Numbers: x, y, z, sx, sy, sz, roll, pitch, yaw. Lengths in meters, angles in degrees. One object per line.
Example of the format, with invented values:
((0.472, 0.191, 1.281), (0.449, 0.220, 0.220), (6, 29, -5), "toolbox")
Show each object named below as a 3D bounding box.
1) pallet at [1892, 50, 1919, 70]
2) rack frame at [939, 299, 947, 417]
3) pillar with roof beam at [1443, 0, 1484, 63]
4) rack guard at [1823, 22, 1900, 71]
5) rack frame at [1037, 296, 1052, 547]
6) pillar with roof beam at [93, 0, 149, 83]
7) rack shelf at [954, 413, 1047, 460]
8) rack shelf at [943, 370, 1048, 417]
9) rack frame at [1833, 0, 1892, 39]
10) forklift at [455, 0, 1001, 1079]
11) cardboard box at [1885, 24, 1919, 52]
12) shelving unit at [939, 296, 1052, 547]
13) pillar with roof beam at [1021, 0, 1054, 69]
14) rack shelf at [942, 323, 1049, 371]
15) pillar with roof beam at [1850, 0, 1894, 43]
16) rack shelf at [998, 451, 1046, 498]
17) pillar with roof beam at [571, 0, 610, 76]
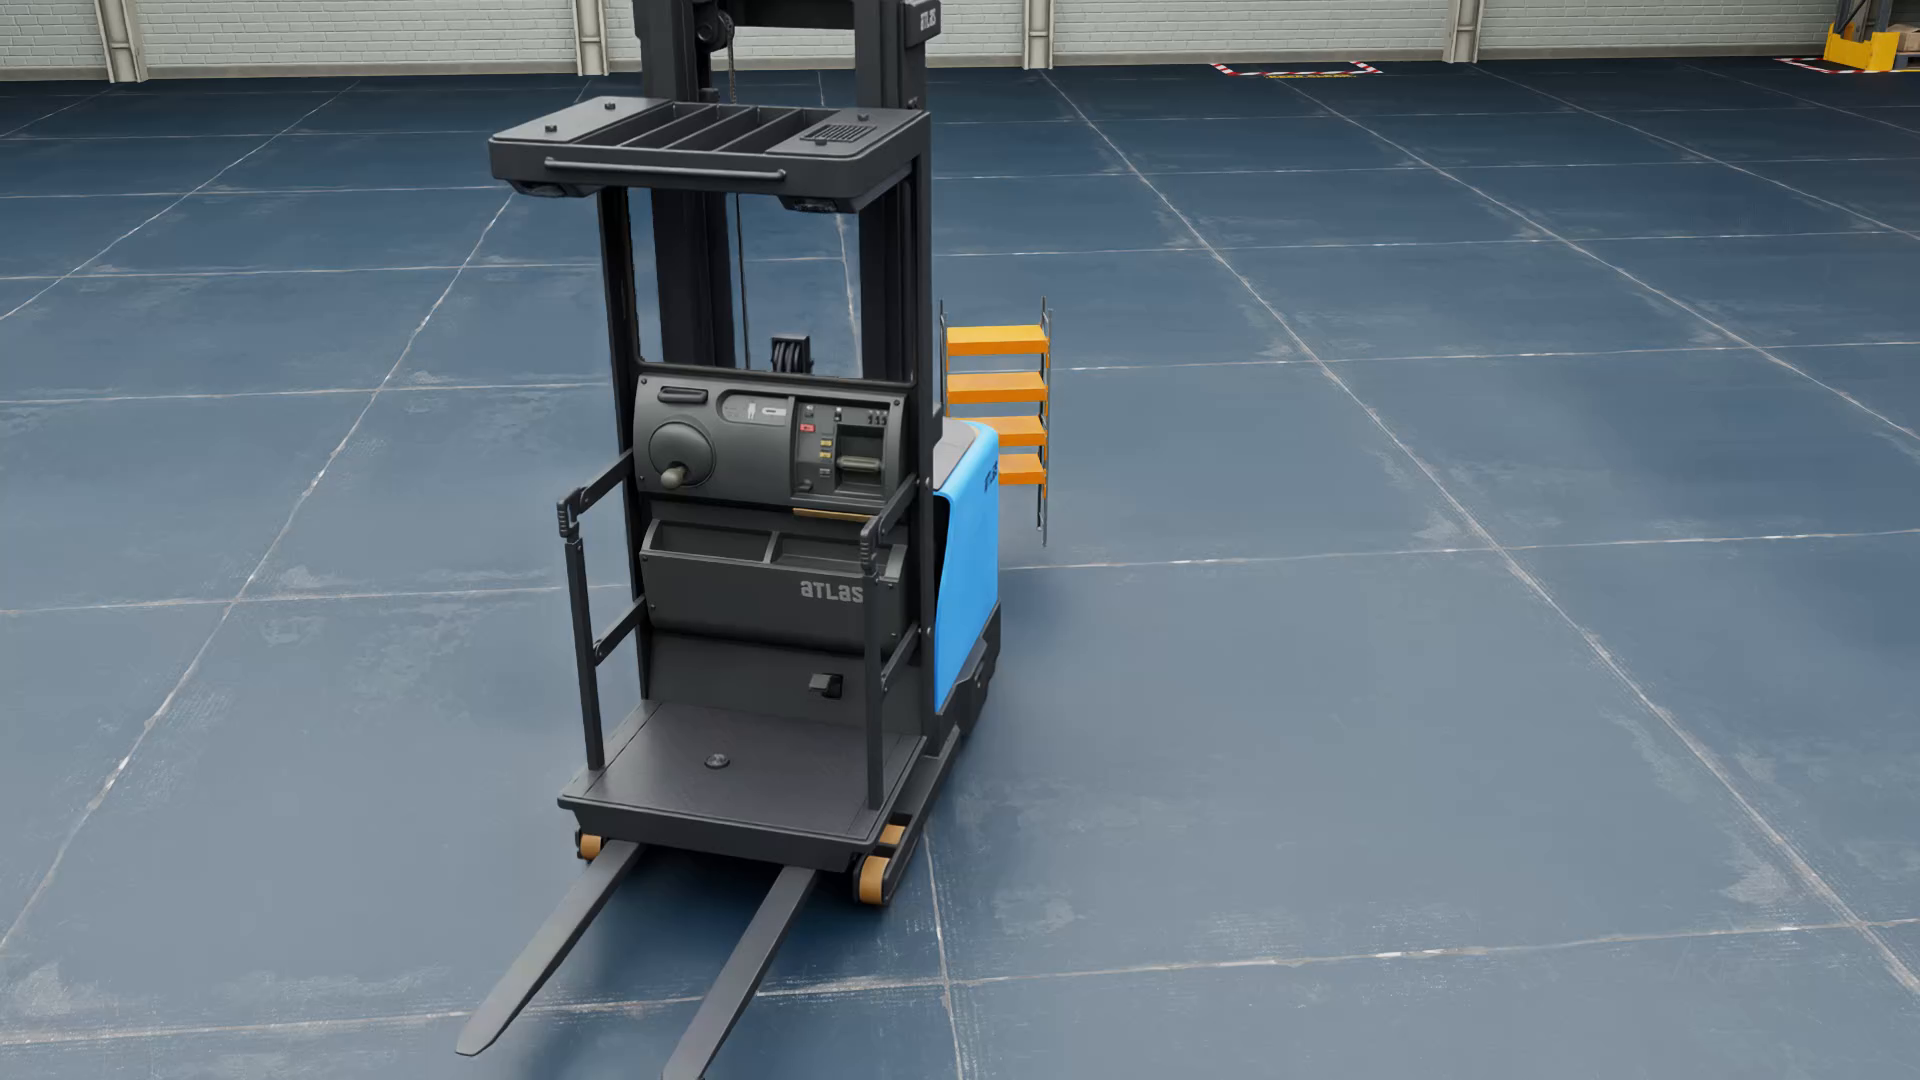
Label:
((13.276, -6.720, 23.109), (1.213, 0.211, 1.003), (-2, 24, -5), "pallet")
((-0.078, -0.545, 7.999), (0.015, 1.200, 0.240), (-2, 24, -5), "rack frame")
((7.452, -9.112, 17.672), (0.400, 9.000, 9.100), (-2, 24, -5), "pillar with roof beam")
((12.464, -6.834, 23.010), (0.348, 0.500, 1.175), (-2, 24, -5), "rack guard")
((0.408, -0.565, 8.043), (0.015, 1.200, 0.240), (-2, 24, -5), "rack frame")
((-10.461, -8.394, 16.056), (0.400, 9.000, 9.100), (-2, 24, -5), "pillar with roof beam")
((0.165, -0.493, 8.048), (0.480, 0.148, 0.258), (-2, 24, -5), "rack shelf")
((0.165, -0.698, 7.958), (0.480, 0.148, 0.258), (-2, 24, -5), "rack shelf")
((12.388, -7.973, 22.495), (0.127, 3.000, 1.000), (-2, 24, -5), "rack frame")
((-0.688, -0.298, 5.311), (1.130, 2.935, 3.031), (6, 25, 13), "forklift")
((13.086, -6.937, 22.932), (0.500, 0.311, 0.500), (-5, 24, -11), "cardboard box")
((0.165, -0.555, 8.021), (0.503, 1.200, 0.258), (-2, 24, -5), "shelving unit")
((1.481, -8.873, 17.133), (0.400, 9.000, 9.100), (-2, 24, -5), "pillar with roof beam")
((0.165, -0.914, 7.862), (0.480, 0.148, 0.258), (-2, 24, -5), "rack shelf")
((13.423, -9.352, 18.211), (0.400, 9.000, 9.100), (-2, 24, -5), "pillar with roof beam")
((0.165, -0.312, 8.129), (0.480, 0.148, 0.258), (-2, 24, -5), "rack shelf")
((-4.490, -8.633, 16.595), (0.400, 9.000, 9.100), (-2, 24, -5), "pillar with roof beam")
